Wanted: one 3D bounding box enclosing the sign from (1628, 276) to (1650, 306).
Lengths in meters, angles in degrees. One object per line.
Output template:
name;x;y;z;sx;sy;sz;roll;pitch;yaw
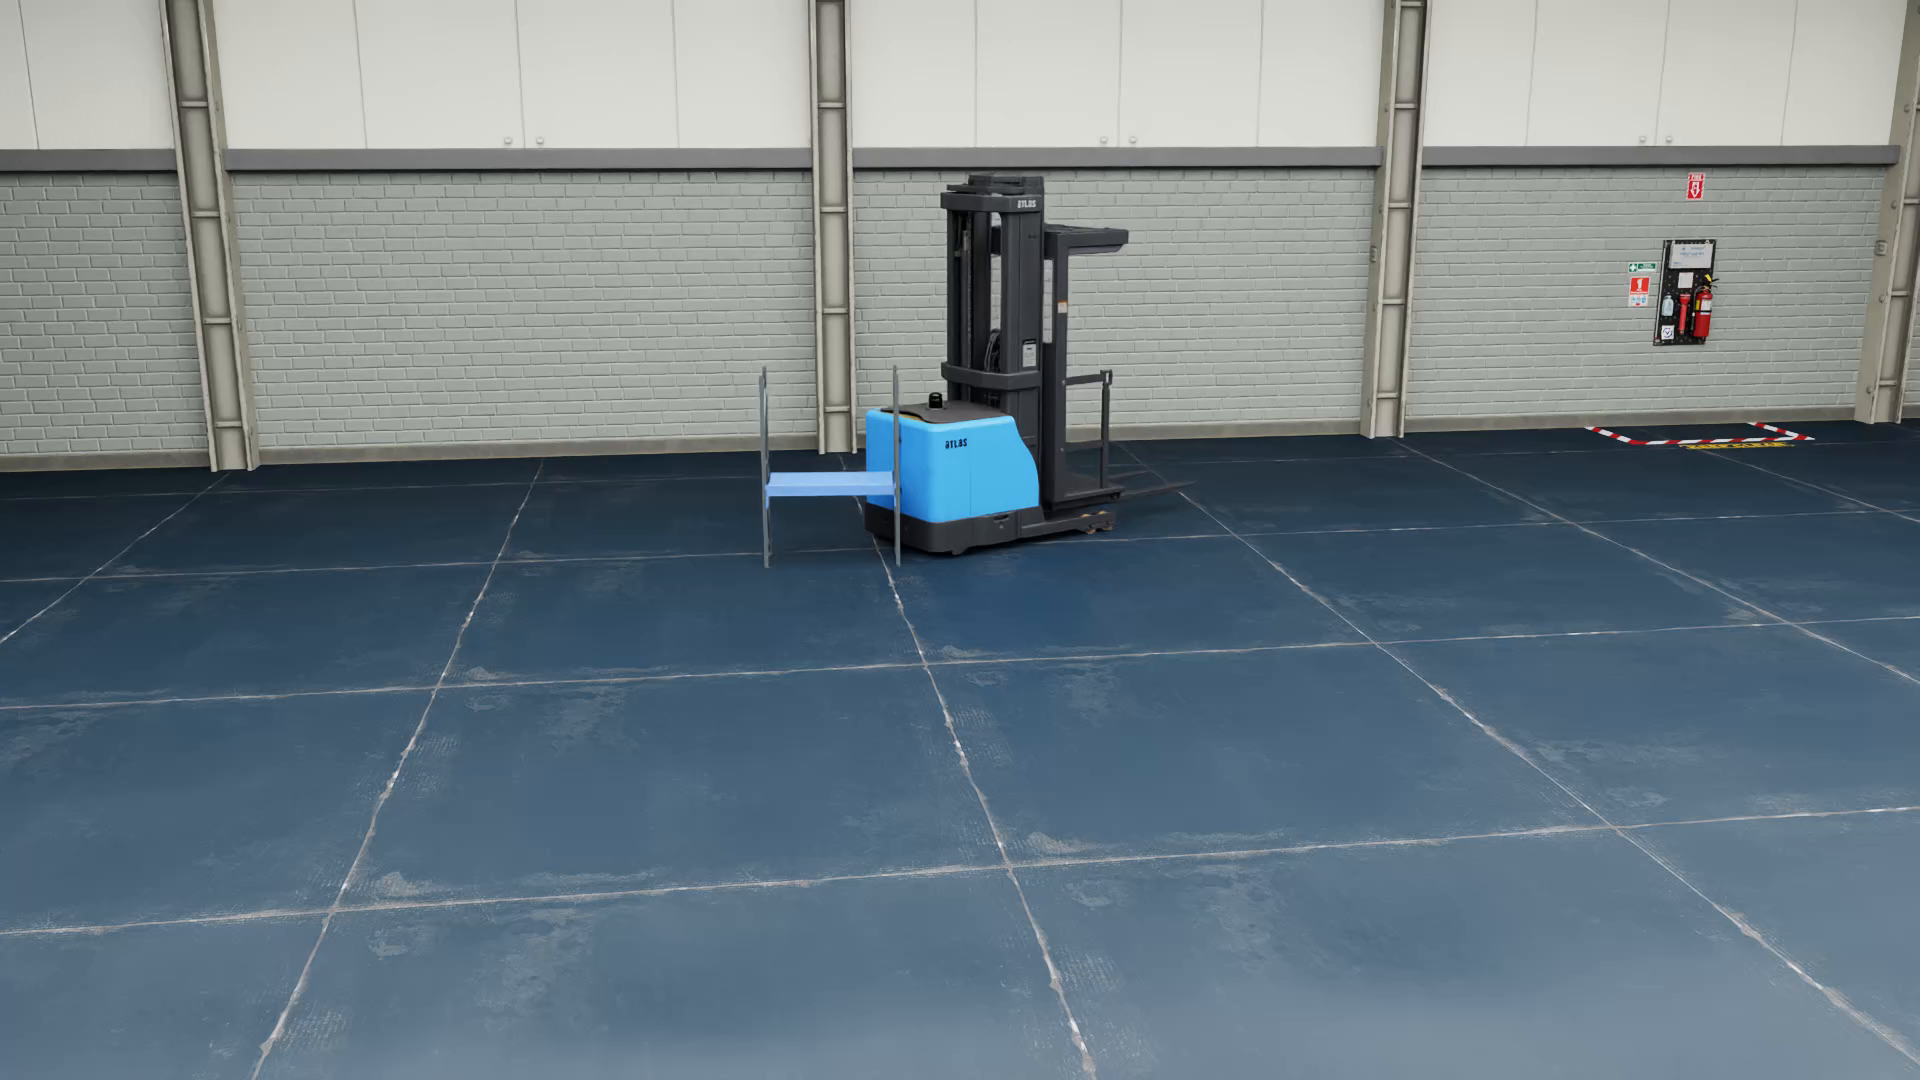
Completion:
sign;7.565;-2.769;18.522;0.234;0.329;0.001;-2;14;-8

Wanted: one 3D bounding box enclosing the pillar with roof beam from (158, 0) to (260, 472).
pillar with roof beam;-6.582;-4.049;11.368;0.400;9.000;9.100;-2;14;-8

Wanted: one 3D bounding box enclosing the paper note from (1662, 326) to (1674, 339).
paper note;7.942;-2.329;18.655;0.142;0.148;0.016;-2;14;-8

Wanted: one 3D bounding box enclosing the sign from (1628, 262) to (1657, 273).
sign;7.571;-3.024;18.449;0.331;0.109;0.001;-2;14;-8

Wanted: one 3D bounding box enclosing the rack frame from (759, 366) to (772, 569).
rack frame;-1.509;-0.568;12.903;0.032;1.500;0.500;-1;14;-3

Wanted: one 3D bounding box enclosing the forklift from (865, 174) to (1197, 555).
forklift;0.702;-1.564;13.934;3.031;2.935;1.130;-10;17;-35

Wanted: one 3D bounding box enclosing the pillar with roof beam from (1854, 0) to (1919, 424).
pillar with roof beam;11.218;-4.701;13.969;0.400;9.000;9.100;-2;14;-8

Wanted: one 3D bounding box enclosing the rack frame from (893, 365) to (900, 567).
rack frame;-0.495;-0.583;12.961;0.032;1.500;0.500;-1;14;-3

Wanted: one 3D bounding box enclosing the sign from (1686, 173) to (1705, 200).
sign;8.104;-3.895;18.319;0.199;0.298;0.001;-2;14;-8

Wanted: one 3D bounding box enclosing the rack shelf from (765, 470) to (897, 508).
rack shelf;-1.002;-0.401;12.976;1.000;0.185;0.538;-1;14;-3

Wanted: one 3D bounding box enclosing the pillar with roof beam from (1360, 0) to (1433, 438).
pillar with roof beam;5.284;-4.484;13.102;0.400;9.000;9.100;-2;14;-8

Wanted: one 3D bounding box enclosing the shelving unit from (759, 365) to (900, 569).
shelving unit;-1.002;-0.575;12.932;1.048;1.500;0.538;-1;14;-3

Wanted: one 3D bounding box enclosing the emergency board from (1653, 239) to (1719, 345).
emergency board;8.127;-2.747;18.507;0.643;1.169;0.194;-2;14;-8

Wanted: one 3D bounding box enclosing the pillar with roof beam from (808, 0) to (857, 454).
pillar with roof beam;-0.649;-4.266;12.235;0.400;9.000;9.100;-2;14;-8
